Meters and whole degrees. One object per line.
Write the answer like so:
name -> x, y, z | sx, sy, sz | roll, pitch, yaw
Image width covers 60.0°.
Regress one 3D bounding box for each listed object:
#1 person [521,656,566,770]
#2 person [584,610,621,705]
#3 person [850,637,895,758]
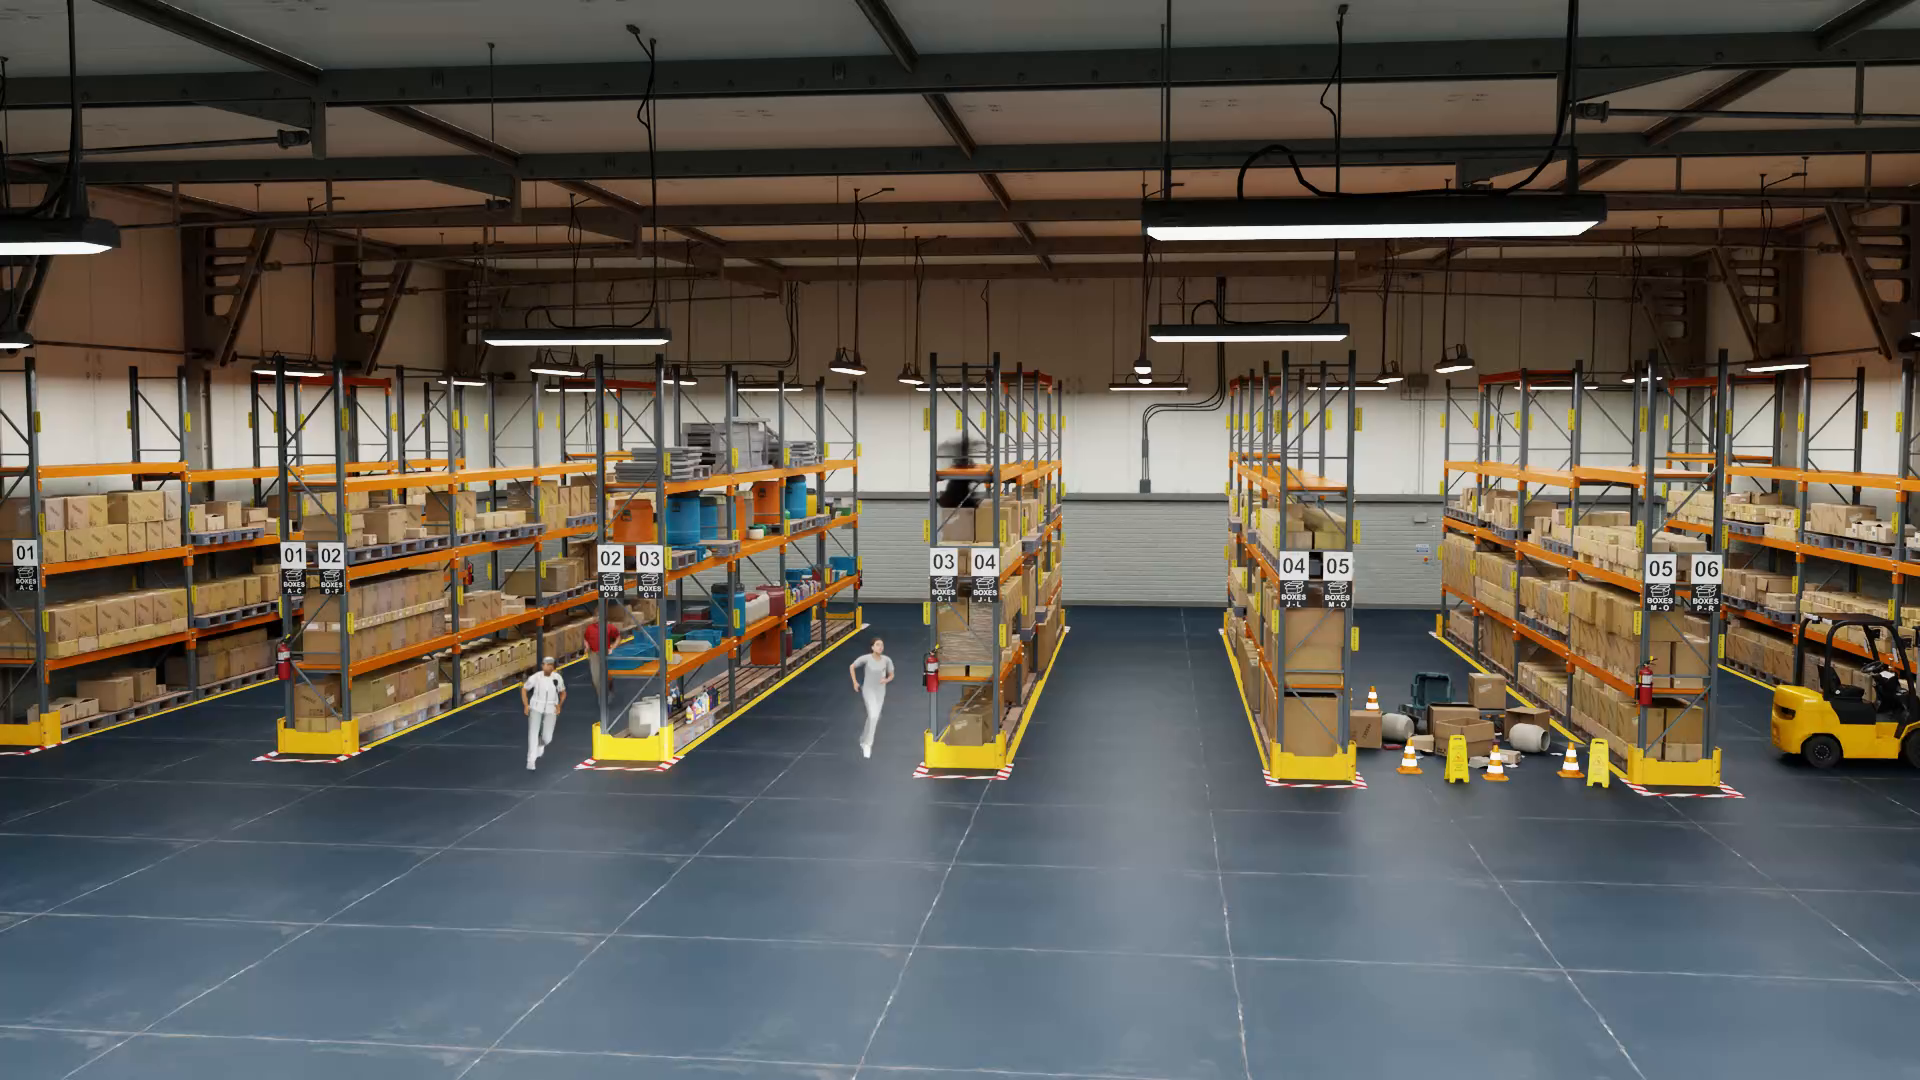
person -> -6.073, 2.499, 24.277 | 0.644, 1.618, 0.564 | -1, 4, -19
person -> -6.351, 2.079, 29.349 | 0.638, 1.681, 0.586 | 0, 4, 5
person -> -1.229, 2.225, 23.766 | 0.568, 1.692, 0.641 | -2, 5, -28
